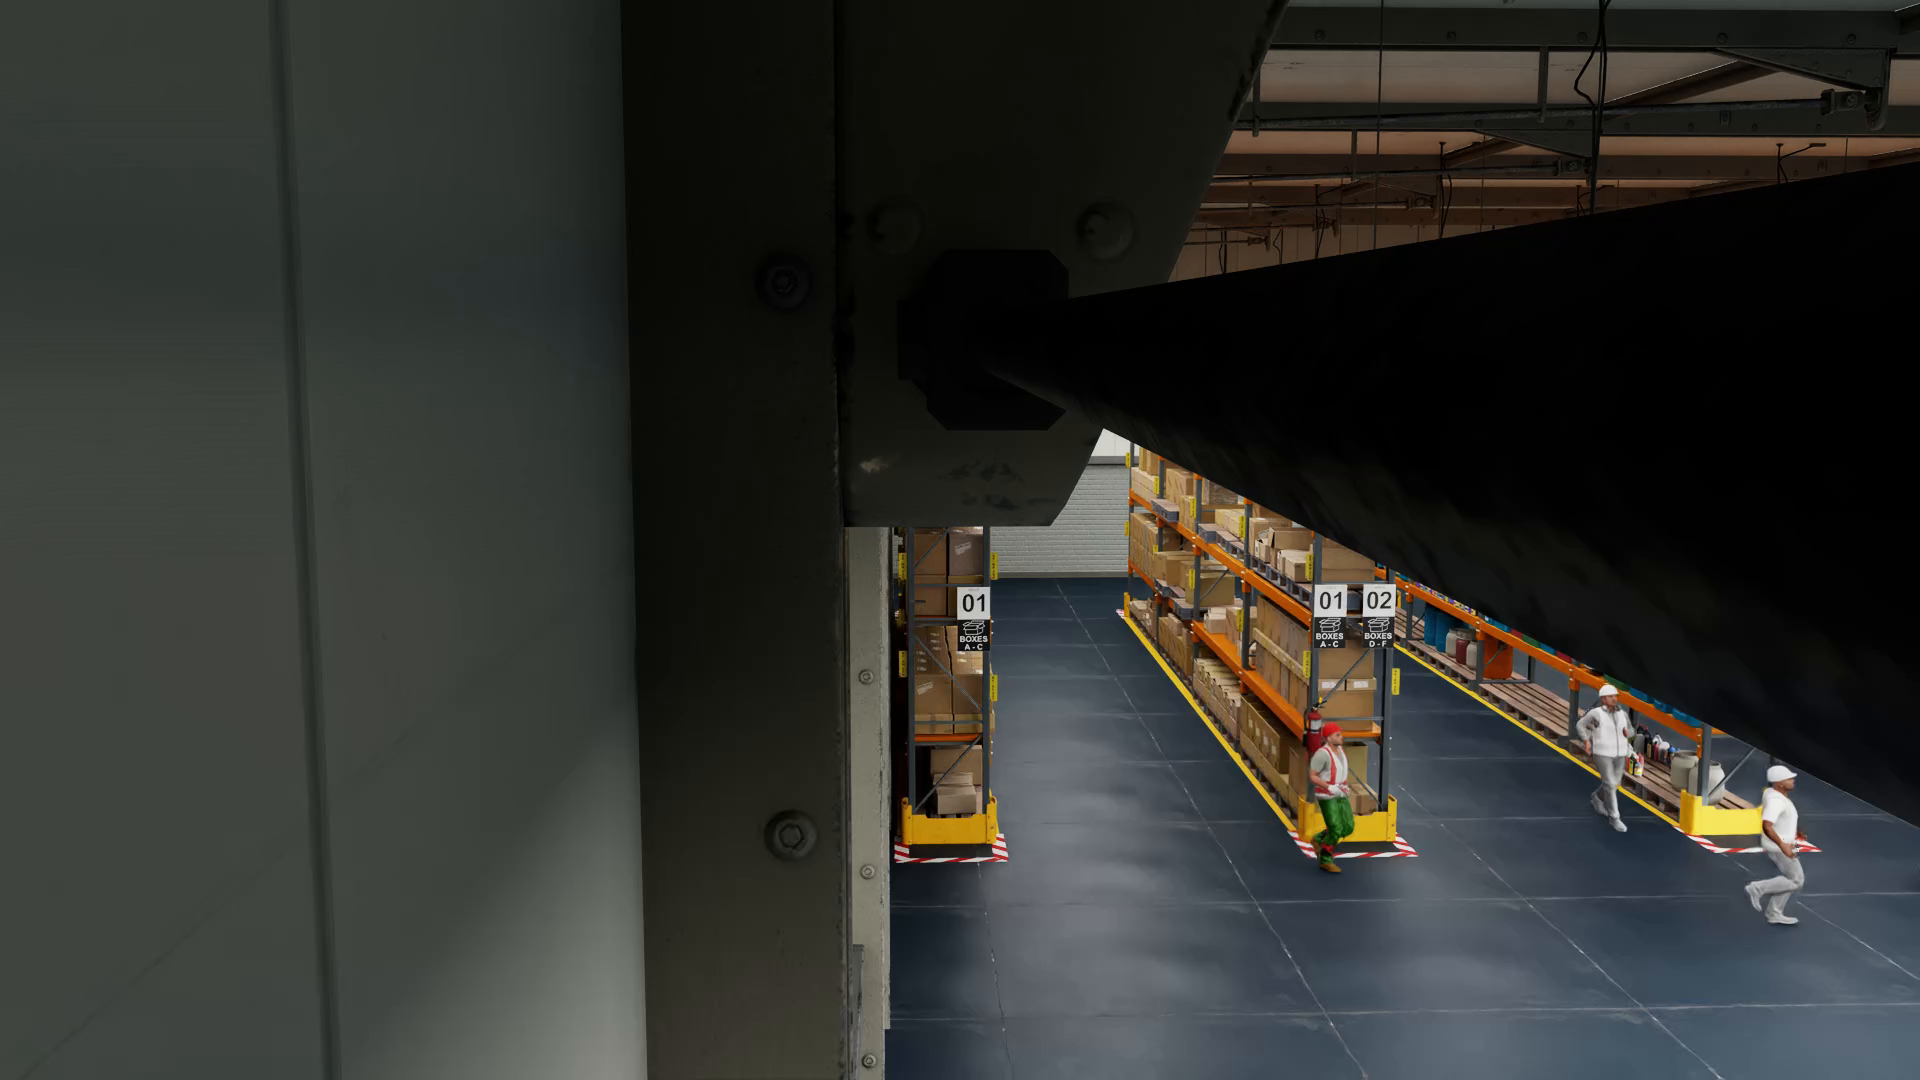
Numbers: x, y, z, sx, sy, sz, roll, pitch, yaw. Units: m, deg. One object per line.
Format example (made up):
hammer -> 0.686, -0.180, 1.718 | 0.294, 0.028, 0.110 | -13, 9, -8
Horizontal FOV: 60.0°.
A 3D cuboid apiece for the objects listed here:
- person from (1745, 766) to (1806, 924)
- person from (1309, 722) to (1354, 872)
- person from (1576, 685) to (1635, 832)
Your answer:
person -> 8.678, 3.238, 17.668 | 0.578, 1.722, 0.717 | 3, 8, 21
person -> 4.337, 2.987, 19.402 | 0.591, 1.744, 0.668 | 7, 10, 45
person -> 8.276, 2.733, 21.141 | 0.653, 1.756, 0.891 | -2, 8, -13
